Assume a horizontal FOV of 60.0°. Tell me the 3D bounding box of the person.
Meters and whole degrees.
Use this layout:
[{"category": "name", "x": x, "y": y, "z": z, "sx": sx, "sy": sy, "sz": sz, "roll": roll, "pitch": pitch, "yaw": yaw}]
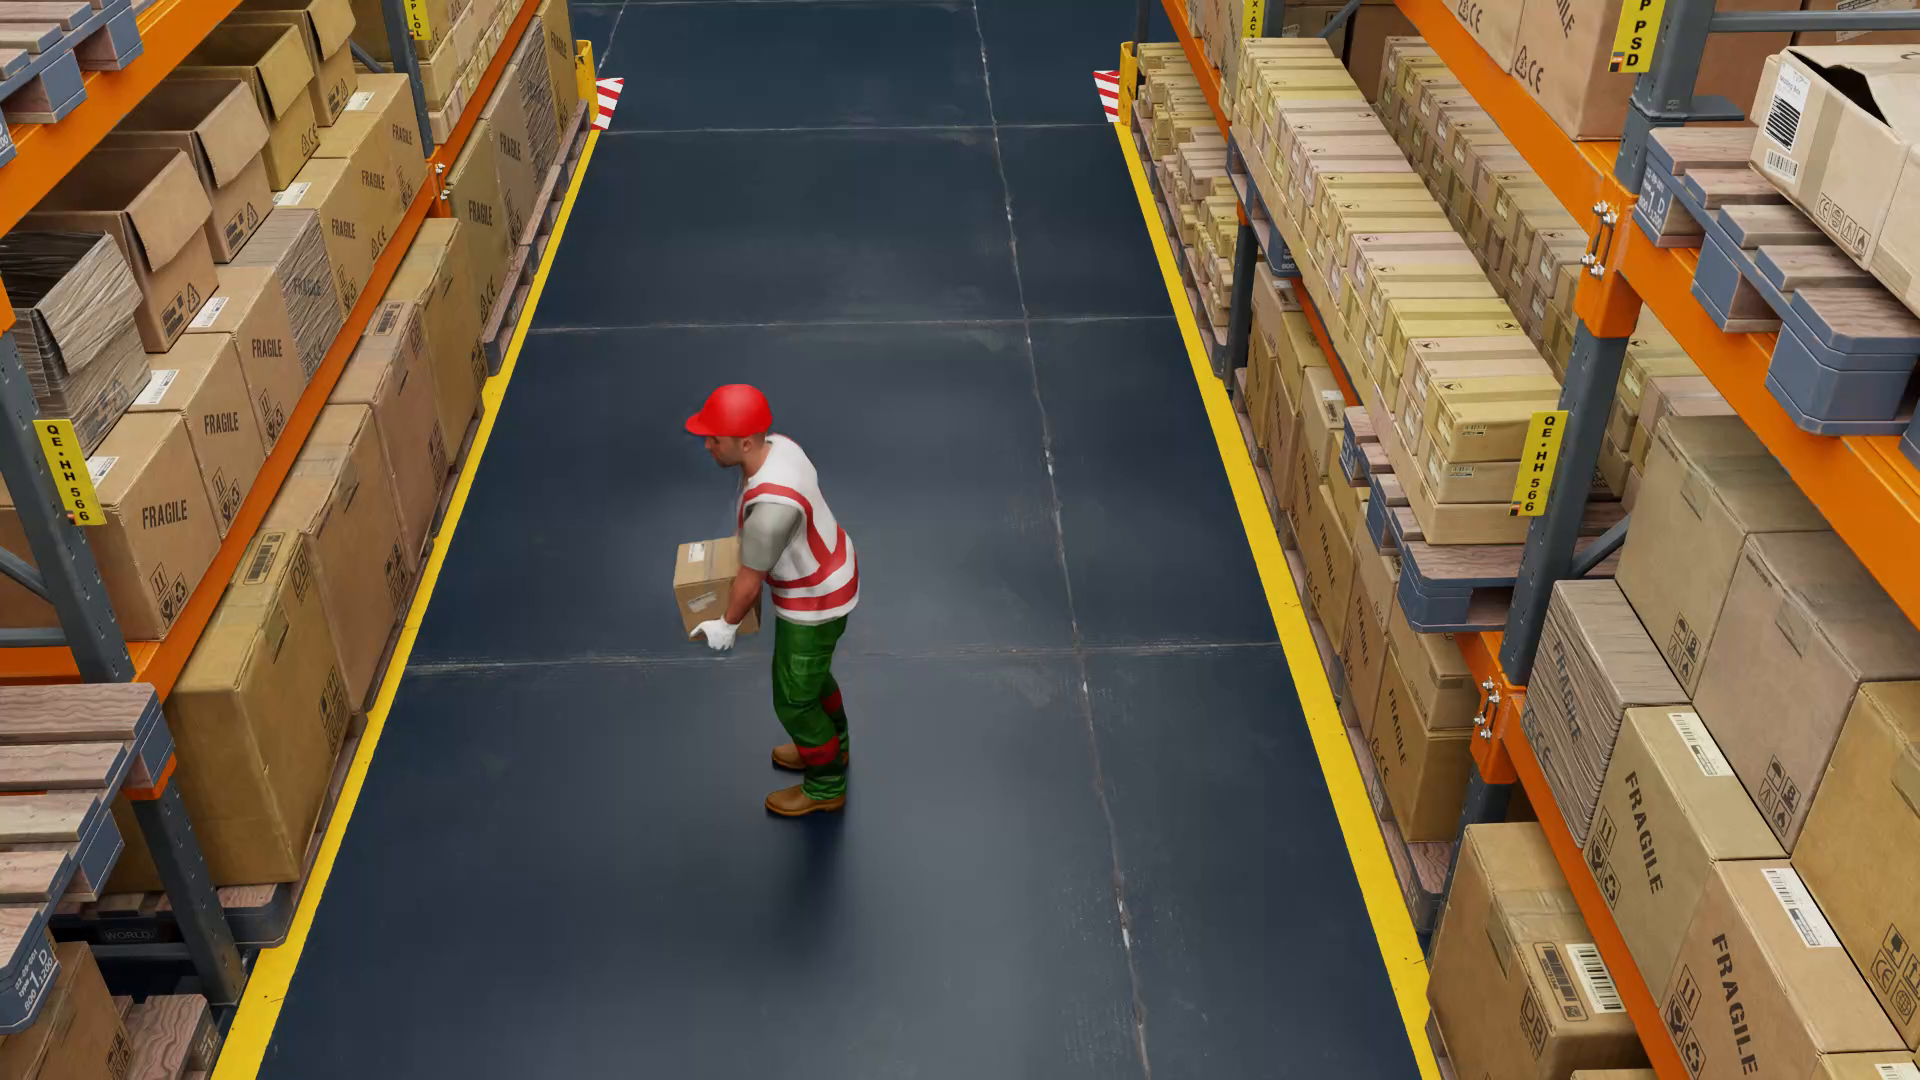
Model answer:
[{"category": "person", "x": -0.647, "y": 0.219, "z": 5.846, "sx": 0.592, "sy": 1.745, "sz": 0.488, "roll": -2, "pitch": 35, "yaw": -3}]
